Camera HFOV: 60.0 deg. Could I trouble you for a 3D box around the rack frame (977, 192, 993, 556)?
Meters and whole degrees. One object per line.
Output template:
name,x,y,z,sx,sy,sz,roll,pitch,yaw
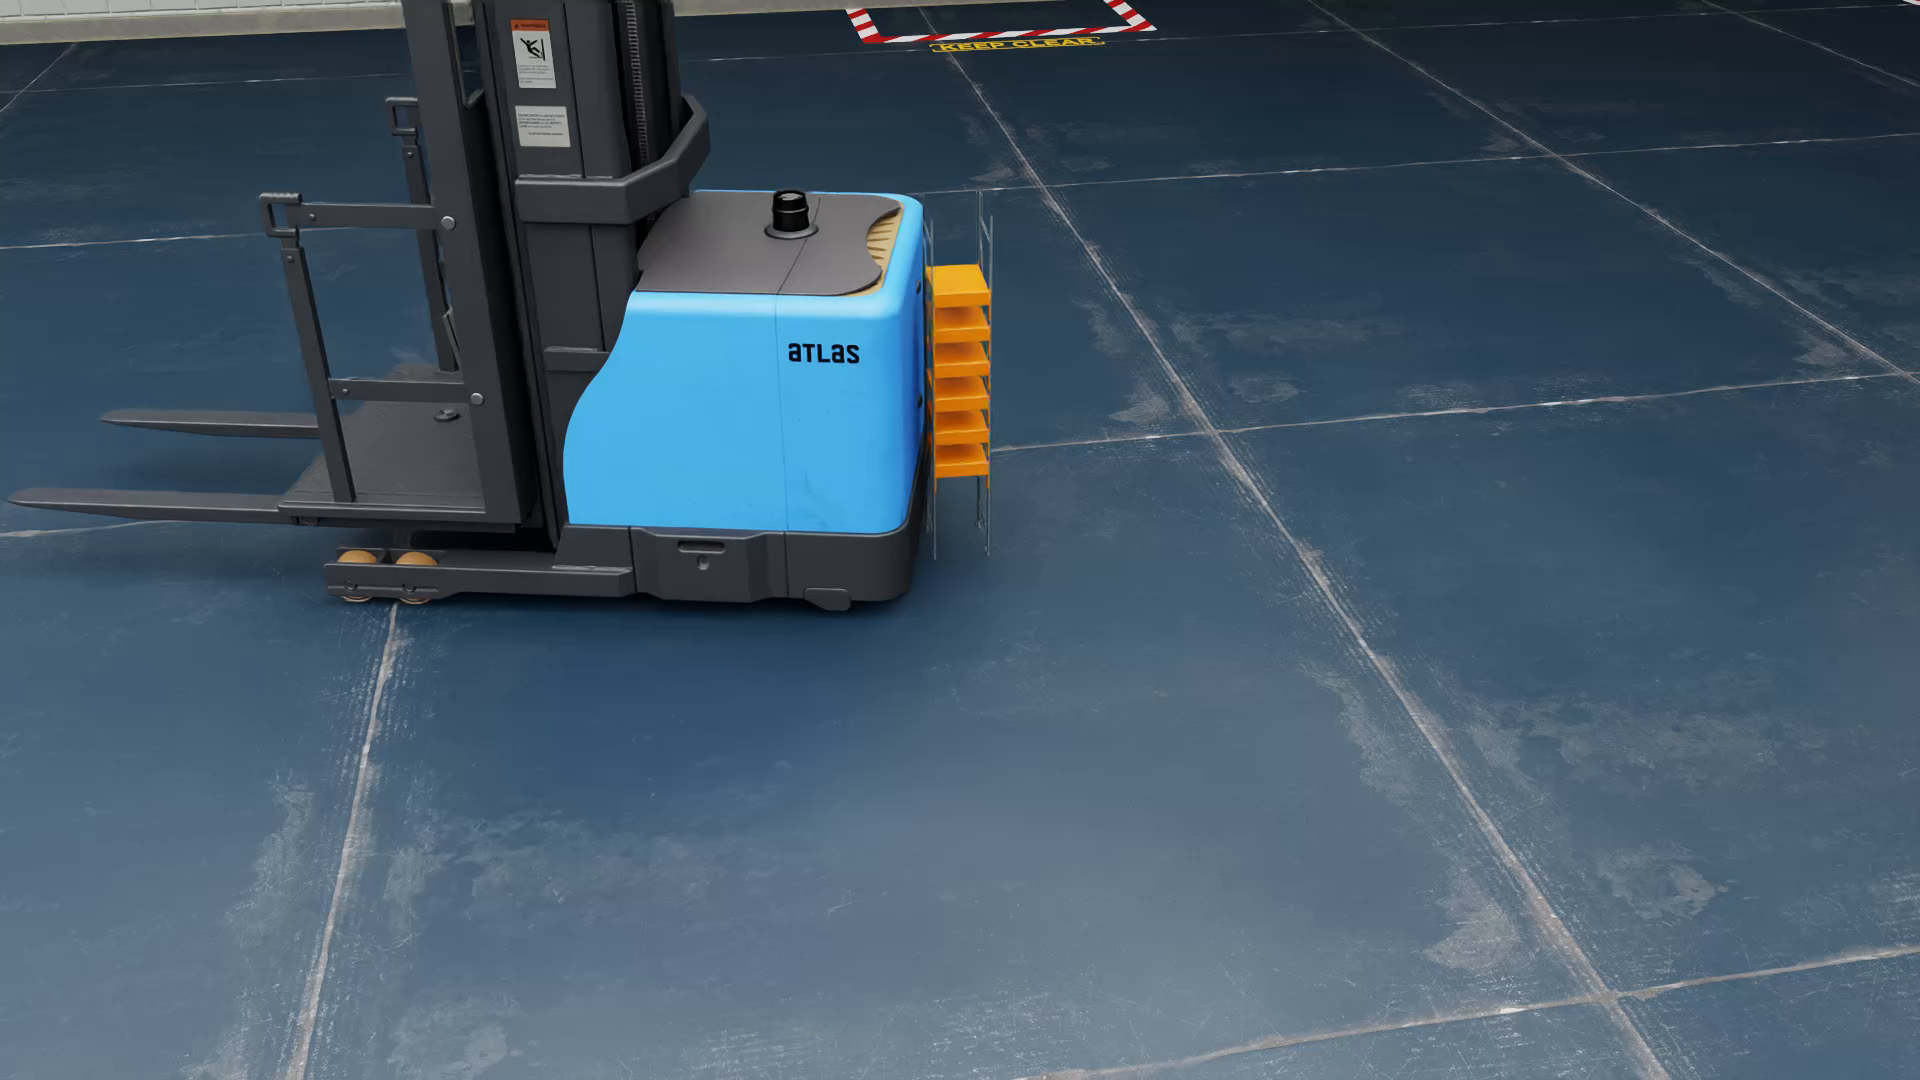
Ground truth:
rack frame,0.081,-0.522,5.453,0.006,1.200,0.240,-4,31,-7

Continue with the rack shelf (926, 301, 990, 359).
rack shelf,-0.010,-0.684,5.343,0.180,0.103,0.258,-4,31,-7

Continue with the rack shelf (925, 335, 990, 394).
rack shelf,-0.010,-0.580,5.404,0.180,0.103,0.258,-4,31,-7

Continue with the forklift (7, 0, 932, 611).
forklift,-1.643,-1.320,5.103,3.031,2.935,1.130,2,31,3

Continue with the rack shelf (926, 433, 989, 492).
rack shelf,-0.010,-0.270,5.587,0.180,0.103,0.258,-4,31,-7

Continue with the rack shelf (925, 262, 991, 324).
rack shelf,-0.010,-0.787,5.283,0.180,0.103,0.258,-4,31,-7

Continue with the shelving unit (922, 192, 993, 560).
shelving unit,-0.010,-0.515,5.442,0.189,1.200,0.258,-4,31,-7

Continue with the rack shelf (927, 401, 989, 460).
rack shelf,-0.010,-0.373,5.526,0.180,0.103,0.258,-4,31,-7

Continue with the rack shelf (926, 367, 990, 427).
rack shelf,-0.010,-0.477,5.465,0.180,0.103,0.258,-4,31,-7

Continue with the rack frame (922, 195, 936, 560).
rack frame,-0.101,-0.509,5.432,0.006,1.200,0.240,-4,31,-7
